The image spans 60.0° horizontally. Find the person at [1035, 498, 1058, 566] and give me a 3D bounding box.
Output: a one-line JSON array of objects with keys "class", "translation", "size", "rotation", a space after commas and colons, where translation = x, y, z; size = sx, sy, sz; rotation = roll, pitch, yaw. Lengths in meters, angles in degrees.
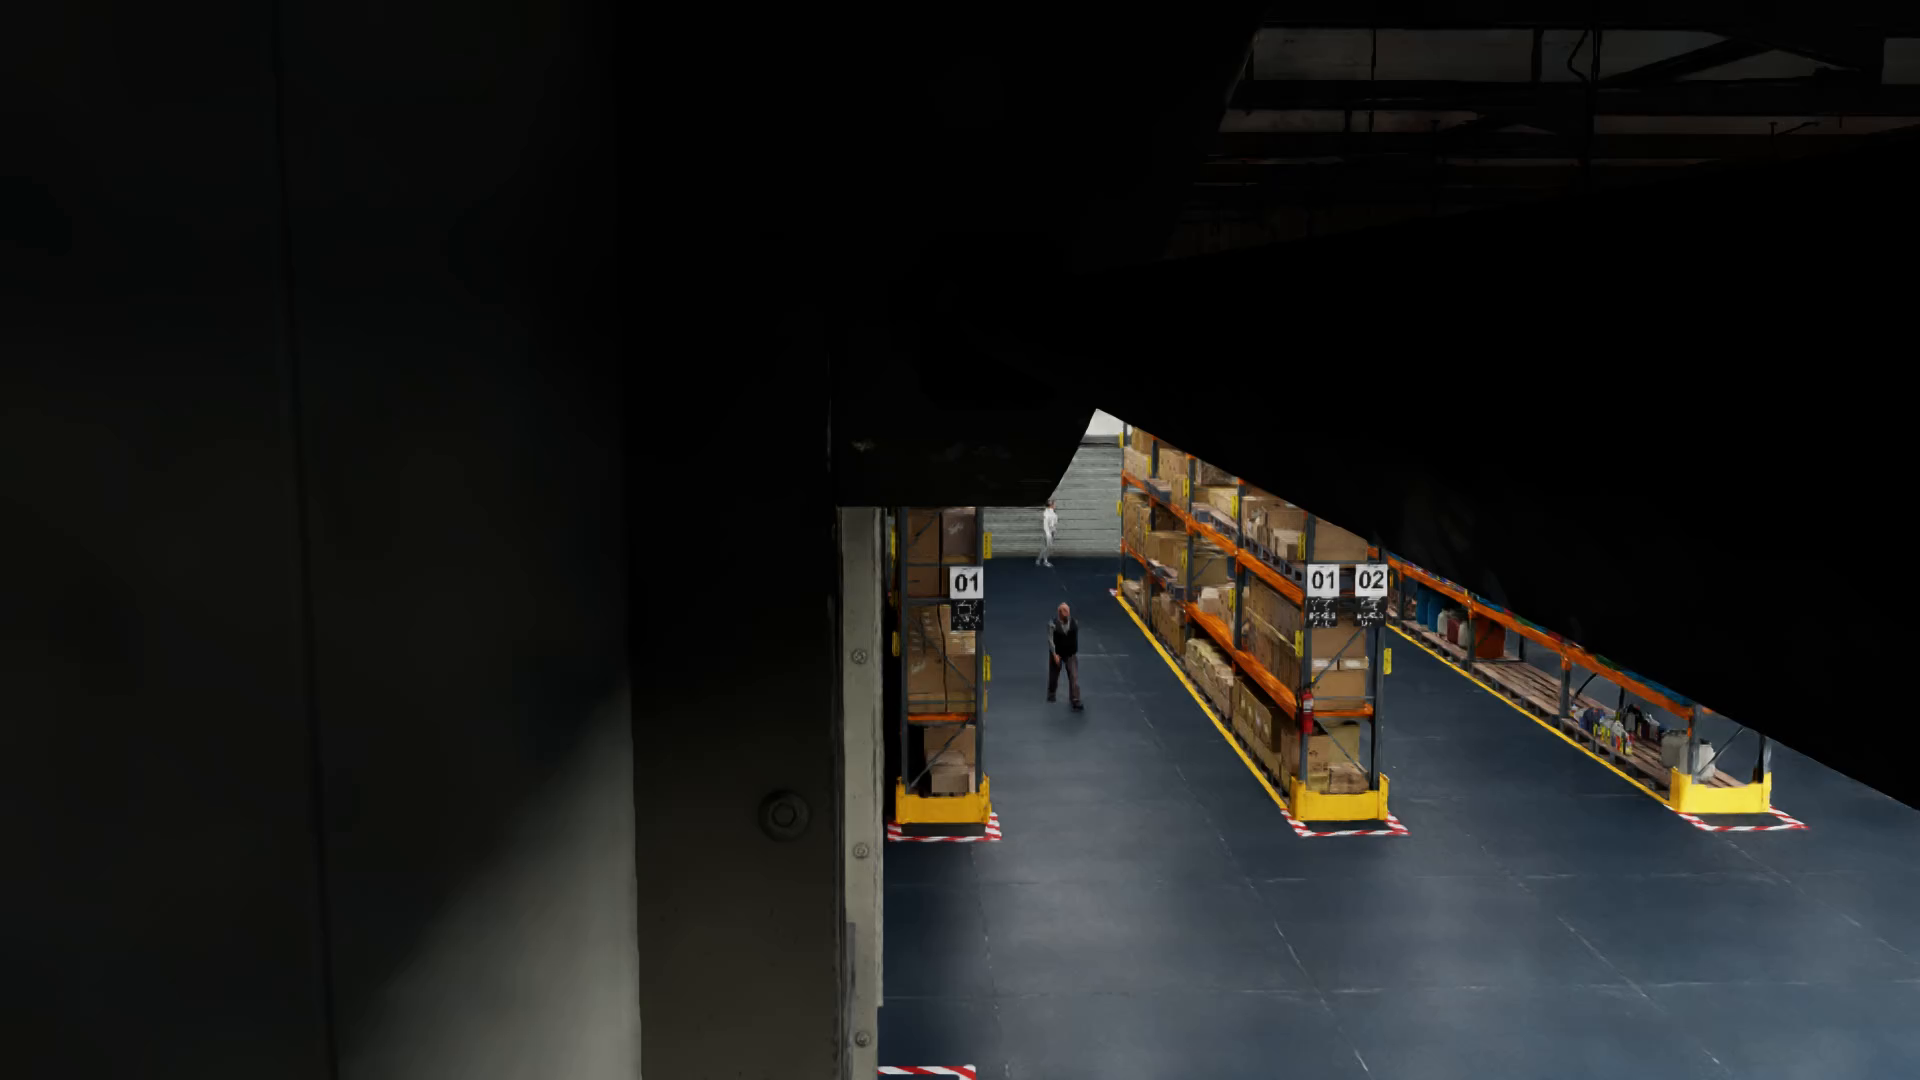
[{"class": "person", "translation": [2.108, -0.189, 40.501], "size": [0.454, 1.659, 0.642], "rotation": [4, 9, 26]}]

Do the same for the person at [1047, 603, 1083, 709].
[{"class": "person", "translation": [1.628, 1.810, 26.323], "size": [0.538, 1.664, 1.026], "rotation": [-1, 8, -10]}]
